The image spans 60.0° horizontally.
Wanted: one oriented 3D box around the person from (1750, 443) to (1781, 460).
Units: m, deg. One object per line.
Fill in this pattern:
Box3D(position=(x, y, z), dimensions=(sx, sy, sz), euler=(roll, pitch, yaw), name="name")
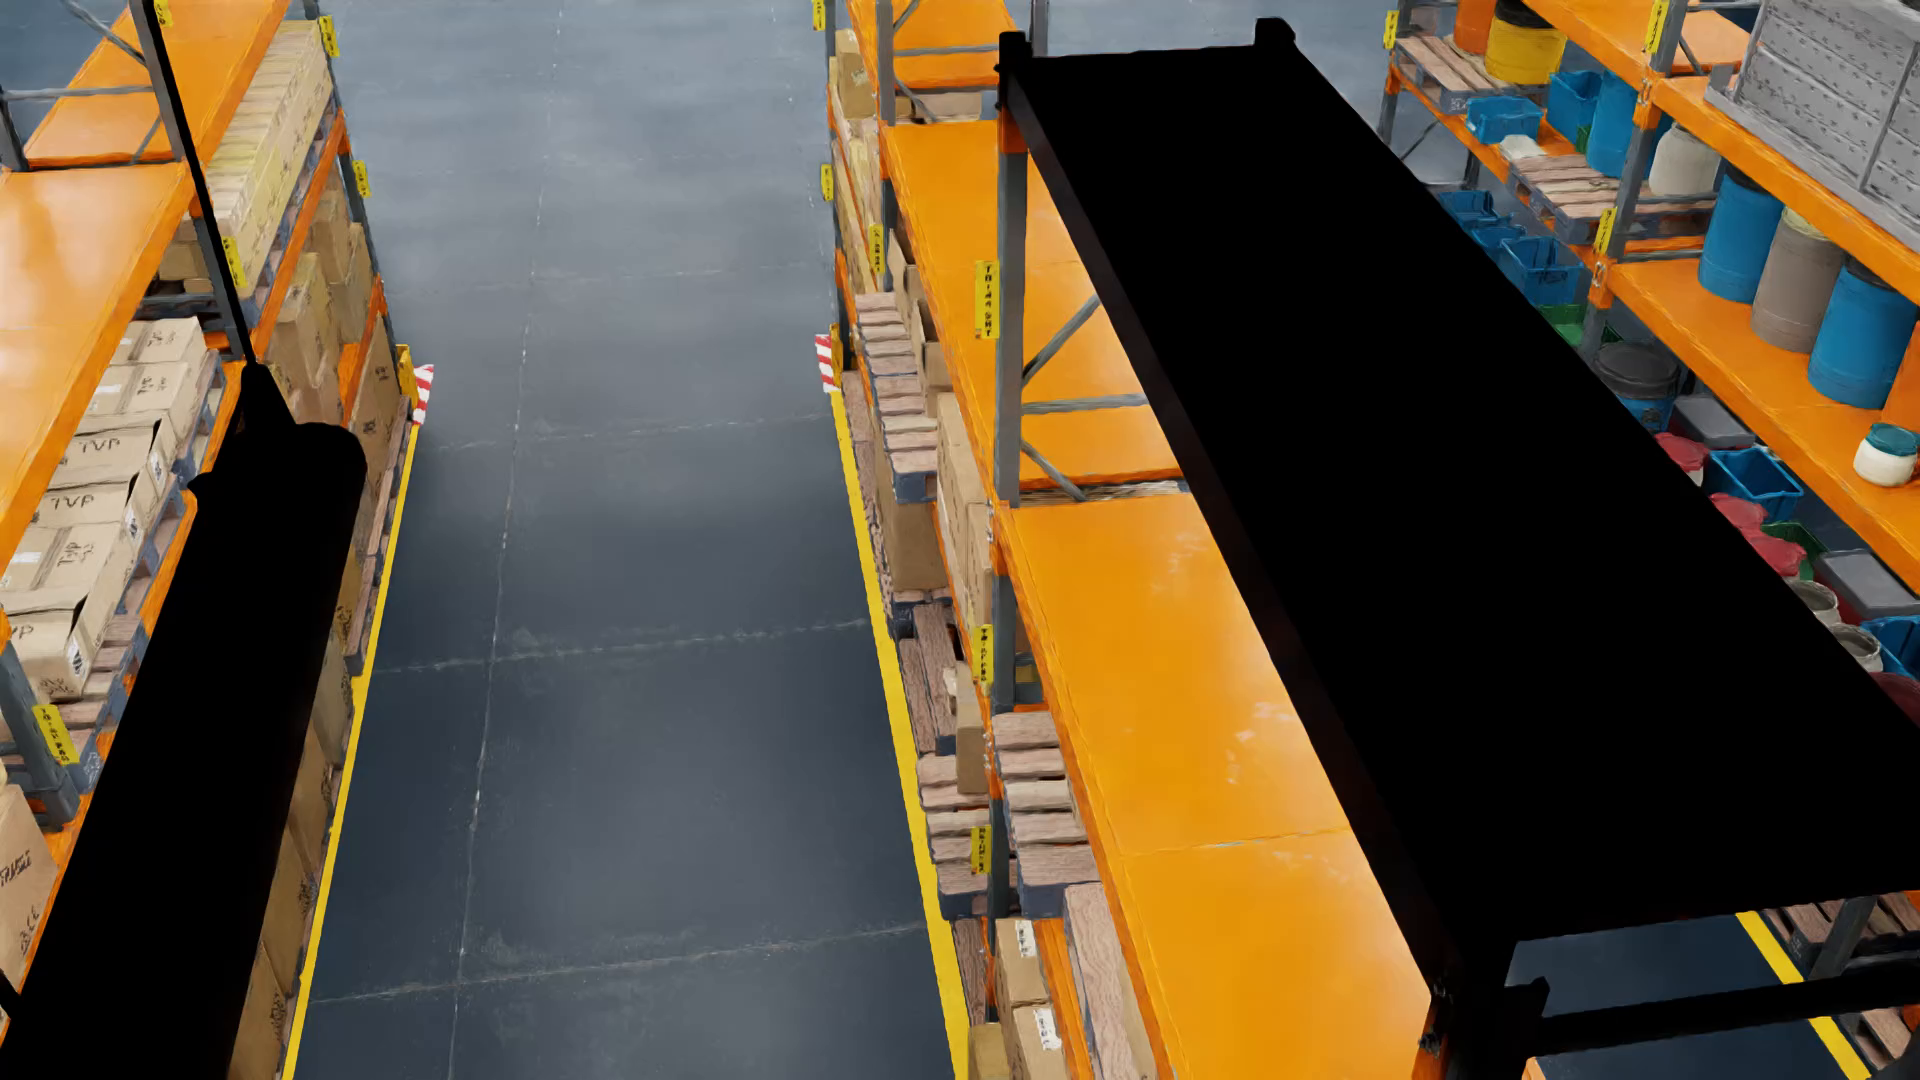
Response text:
Box3D(position=(7.275, -1.278, 13.896), dimensions=(0.562, 1.514, 0.782), euler=(-16, 39, -21), name="person")
